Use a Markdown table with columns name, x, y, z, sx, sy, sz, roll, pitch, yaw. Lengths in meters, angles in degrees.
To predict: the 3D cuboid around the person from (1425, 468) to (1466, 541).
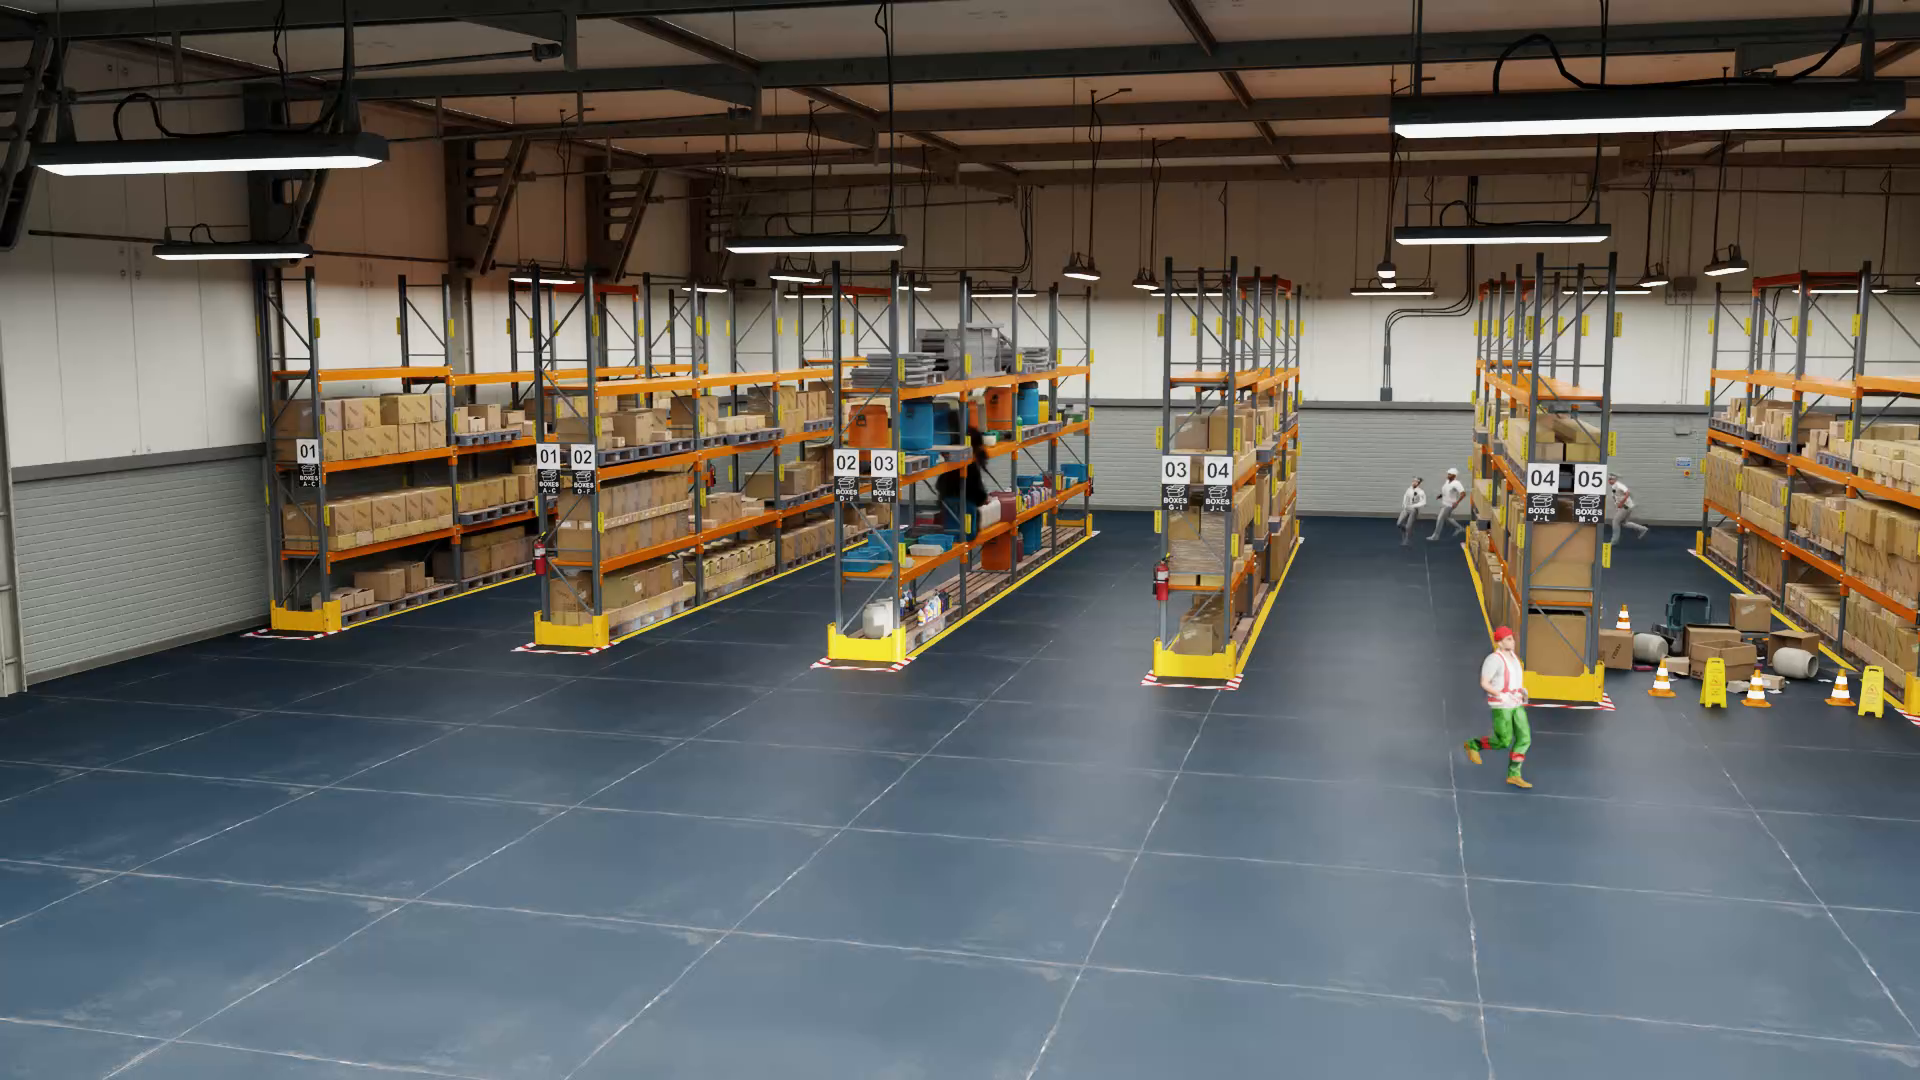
| name | x | y | z | sx | sy | sz | roll | pitch | yaw |
| --- | --- | --- | --- | --- | --- | --- | --- | --- | --- |
| person | 11.519 | -0.837 | 39.186 | 0.955 | 1.726 | 0.764 | -1 | 7 | -6 |

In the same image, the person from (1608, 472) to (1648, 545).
| name | x | y | z | sx | sy | sz | roll | pitch | yaw |
| --- | --- | --- | --- | --- | --- | --- | --- | --- | --- |
| person | 15.496 | -0.696 | 38.575 | 0.958 | 1.730 | 0.674 | 1 | 7 | 9 |

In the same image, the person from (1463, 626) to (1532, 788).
| name | x | y | z | sx | sy | sz | roll | pitch | yaw |
| --- | --- | --- | --- | --- | --- | --- | --- | --- | --- |
| person | 6.014 | 1.819 | 18.418 | 0.669 | 1.754 | 0.825 | -6 | 9 | -37 |

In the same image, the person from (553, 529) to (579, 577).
| name | x | y | z | sx | sy | sz | roll | pitch | yaw |
| --- | --- | --- | --- | --- | --- | --- | --- | --- | --- |
| person | -7.080 | 0.303 | 30.202 | 0.669 | 1.772 | 0.676 | 2 | 7 | 14 |

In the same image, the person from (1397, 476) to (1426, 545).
| name | x | y | z | sx | sy | sz | roll | pitch | yaw |
| --- | --- | --- | --- | --- | --- | --- | --- | --- | --- |
| person | 10.442 | -0.672 | 38.411 | 0.485 | 1.641 | 0.671 | -6 | 9 | -37 |
